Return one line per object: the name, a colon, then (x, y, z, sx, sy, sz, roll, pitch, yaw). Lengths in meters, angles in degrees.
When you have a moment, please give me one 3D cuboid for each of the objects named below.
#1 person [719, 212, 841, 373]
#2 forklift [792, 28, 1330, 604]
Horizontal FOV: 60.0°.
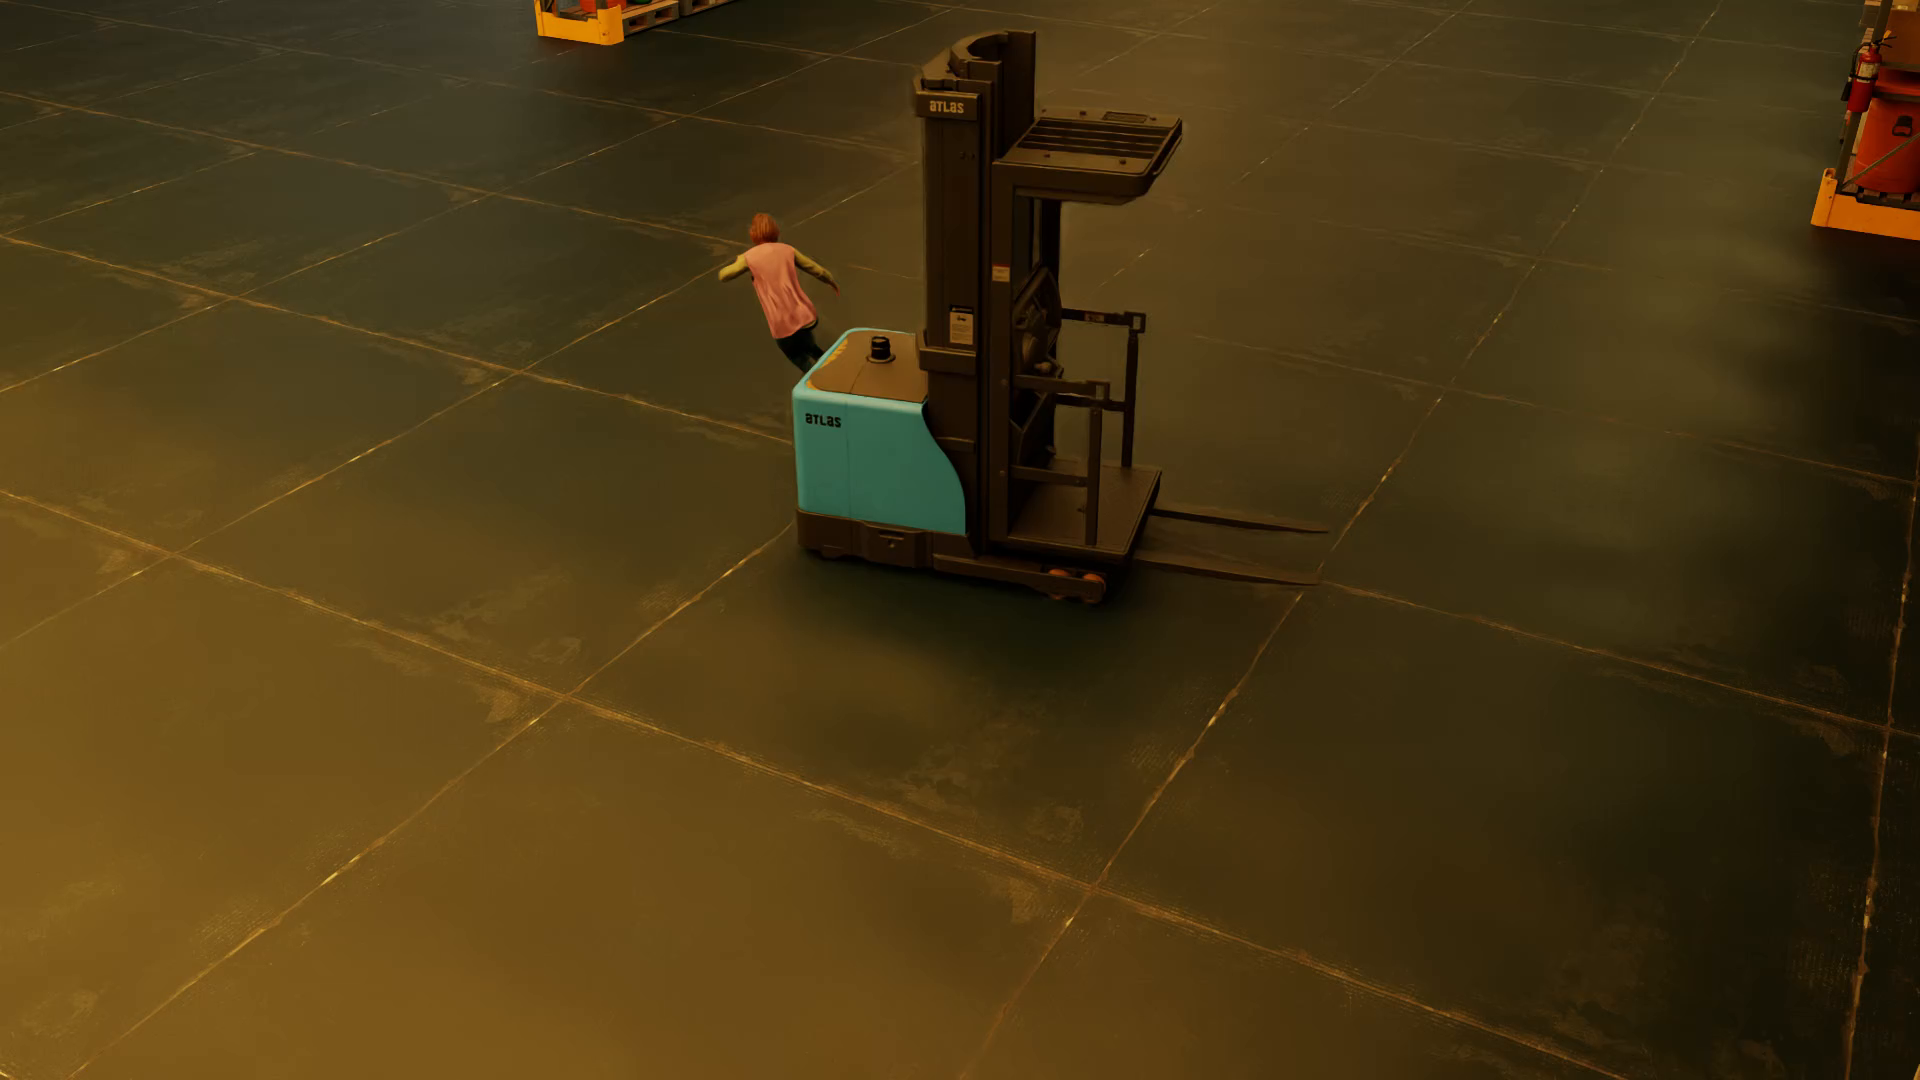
person: (-1.188, -1.583, 11.398, 0.823, 1.376, 0.817, -17, 34, -26)
forklift: (0.611, -1.206, 9.160, 3.031, 2.935, 1.130, 8, 31, 14)
